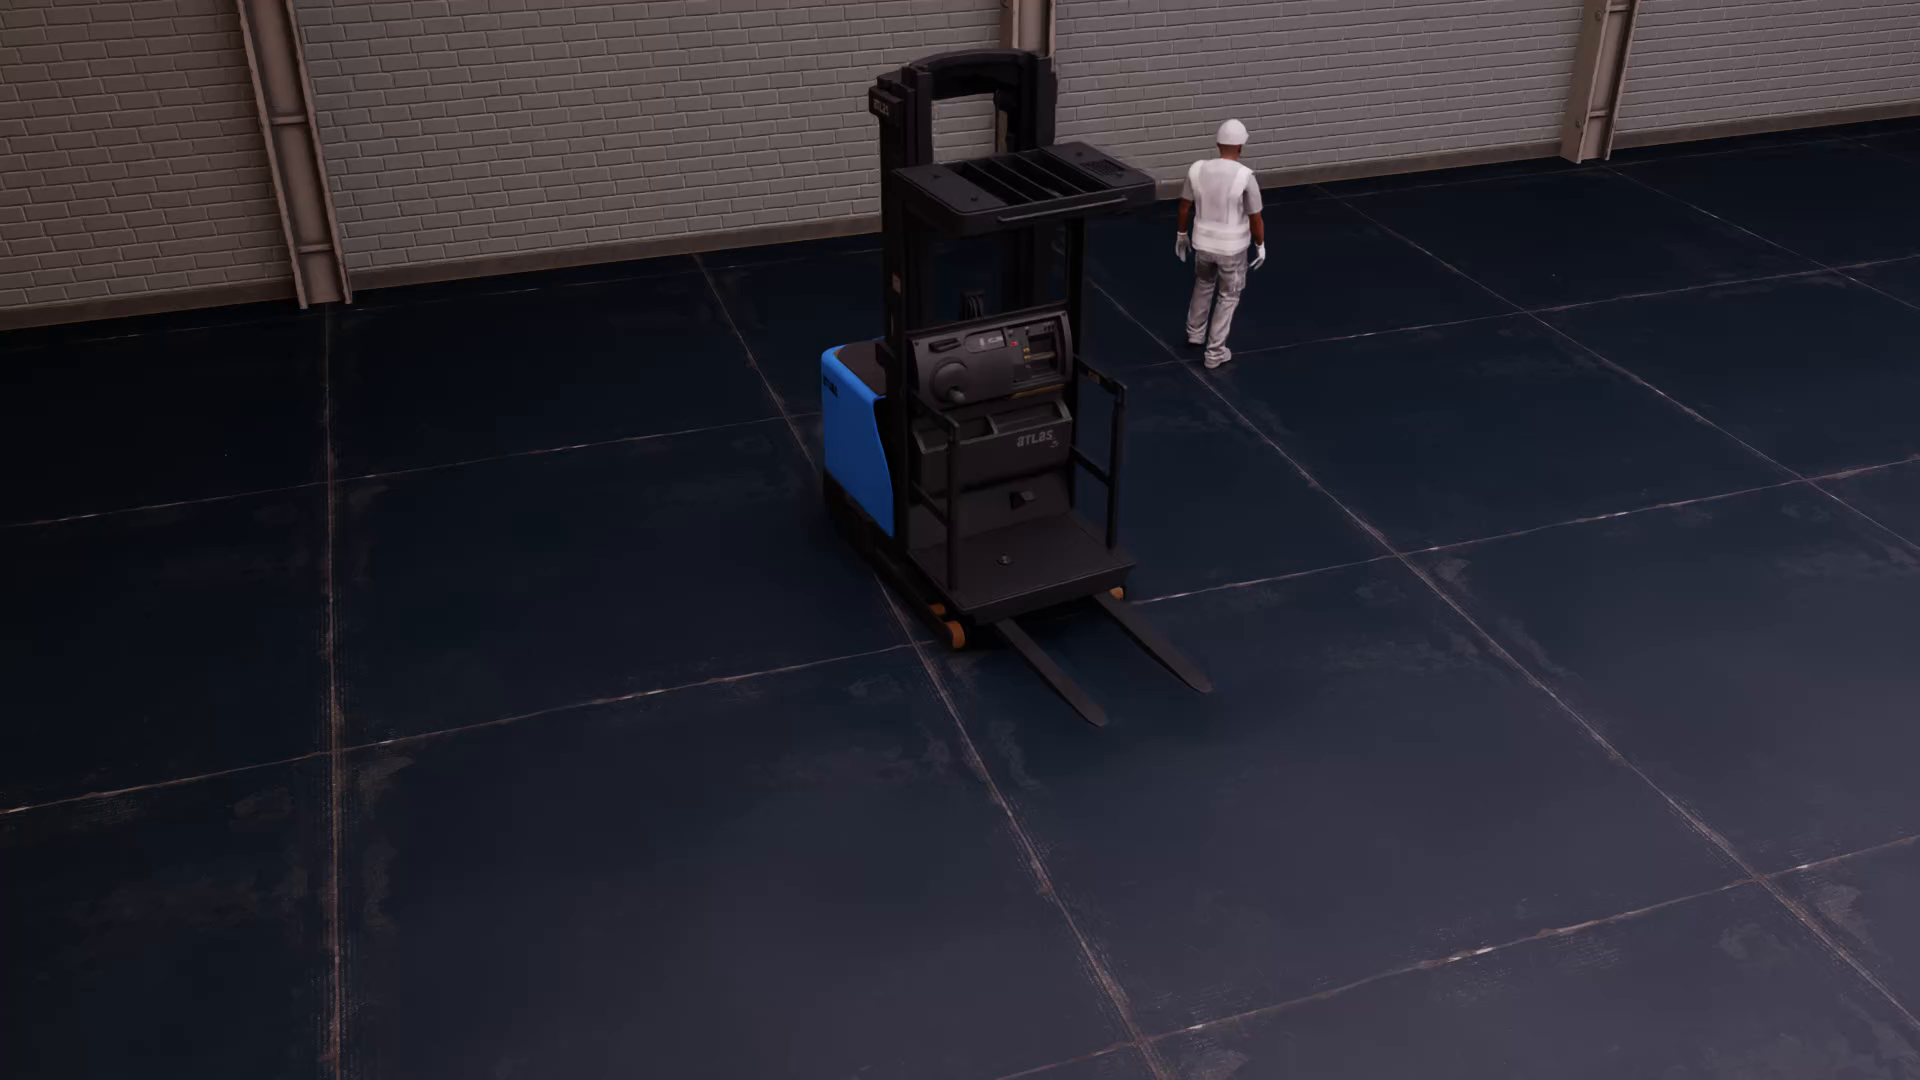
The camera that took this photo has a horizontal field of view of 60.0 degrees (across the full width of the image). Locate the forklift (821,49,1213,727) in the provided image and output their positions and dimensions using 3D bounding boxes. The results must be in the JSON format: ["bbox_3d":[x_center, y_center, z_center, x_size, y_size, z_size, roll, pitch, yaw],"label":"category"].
[{"bbox_3d":[0.278,-0.926,8.696,1.130,2.935,3.031,-14,33,-23],"label":"forklift"}]

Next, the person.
[{"bbox_3d":[1.913,-2.140,12.028,0.650,1.815,0.555,20,36,31],"label":"person"}]
